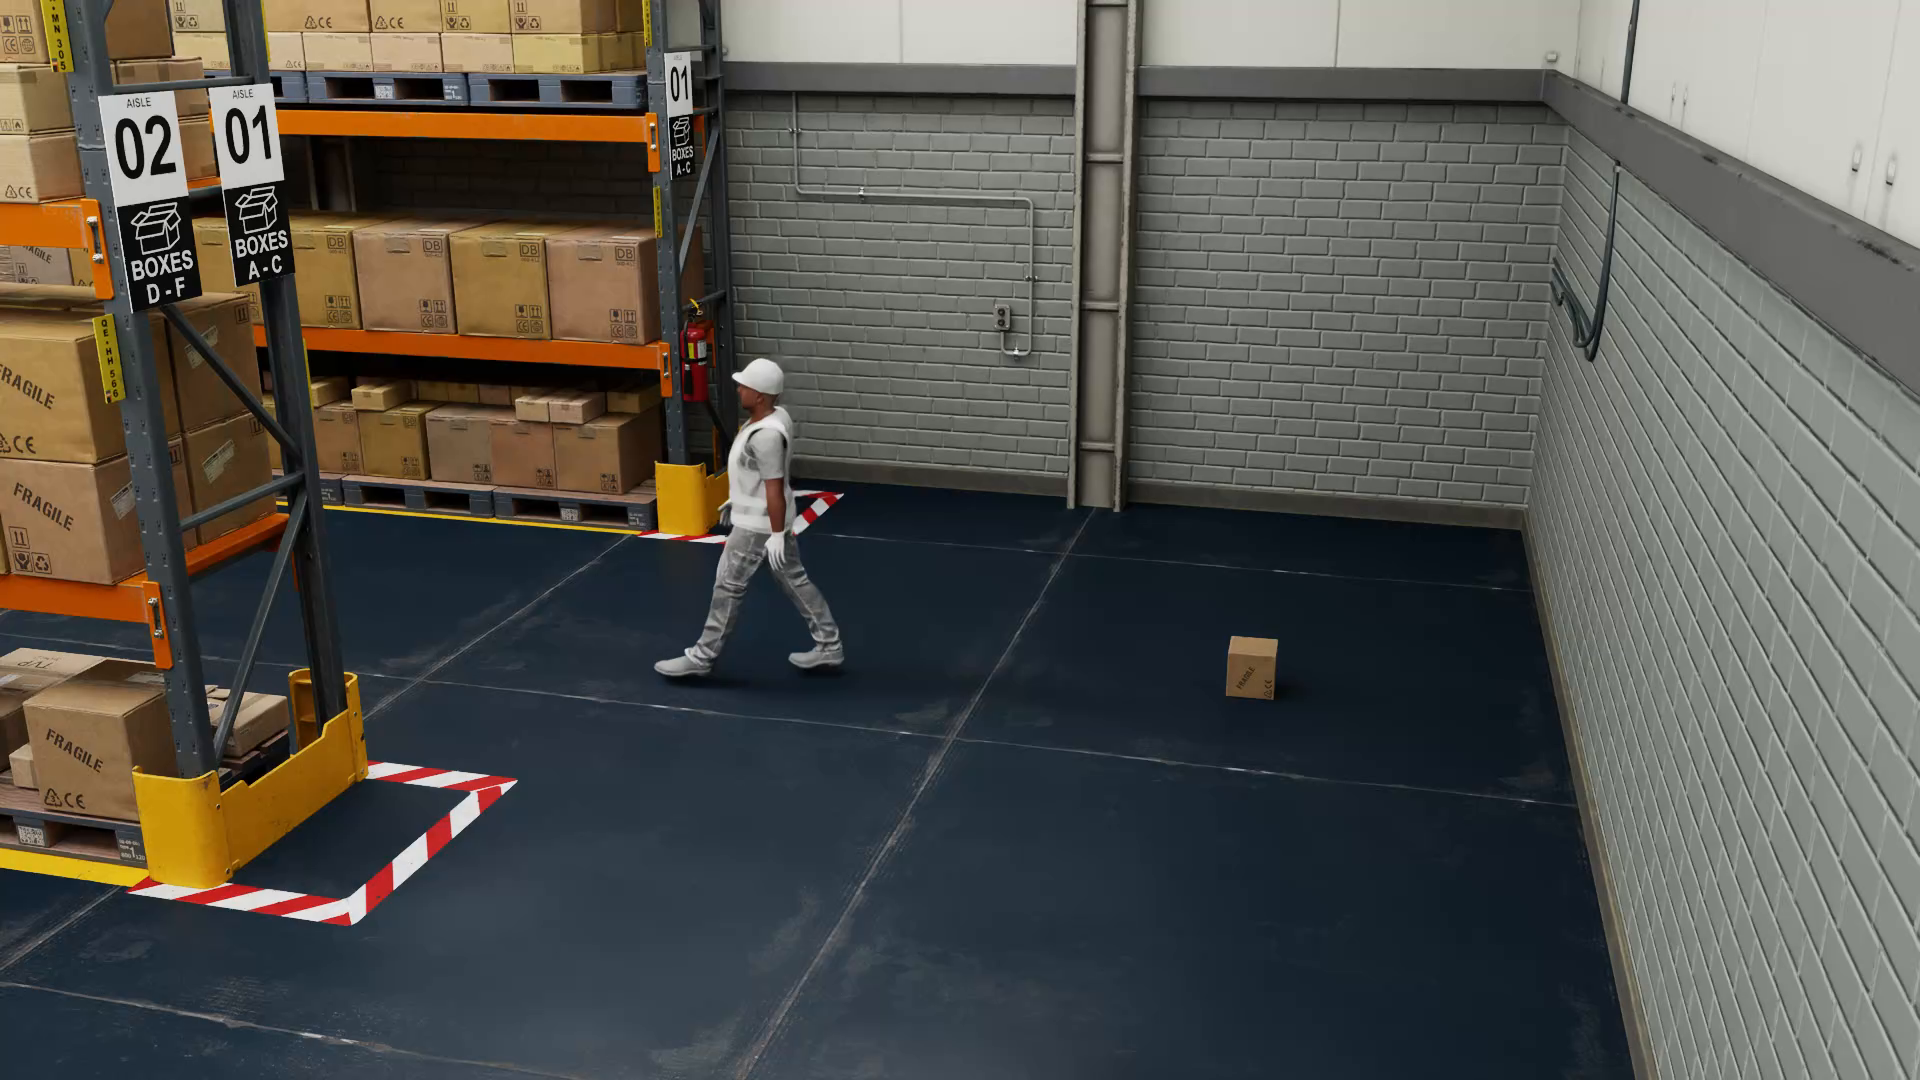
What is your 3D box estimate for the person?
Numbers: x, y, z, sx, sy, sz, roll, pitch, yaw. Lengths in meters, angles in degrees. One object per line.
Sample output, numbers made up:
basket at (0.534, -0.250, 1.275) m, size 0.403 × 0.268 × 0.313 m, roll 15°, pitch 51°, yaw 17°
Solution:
person at (-1.141, -0.120, 8.859) m, size 1.012 × 1.730 × 0.597 m, roll 1°, pitch 18°, yaw 4°
